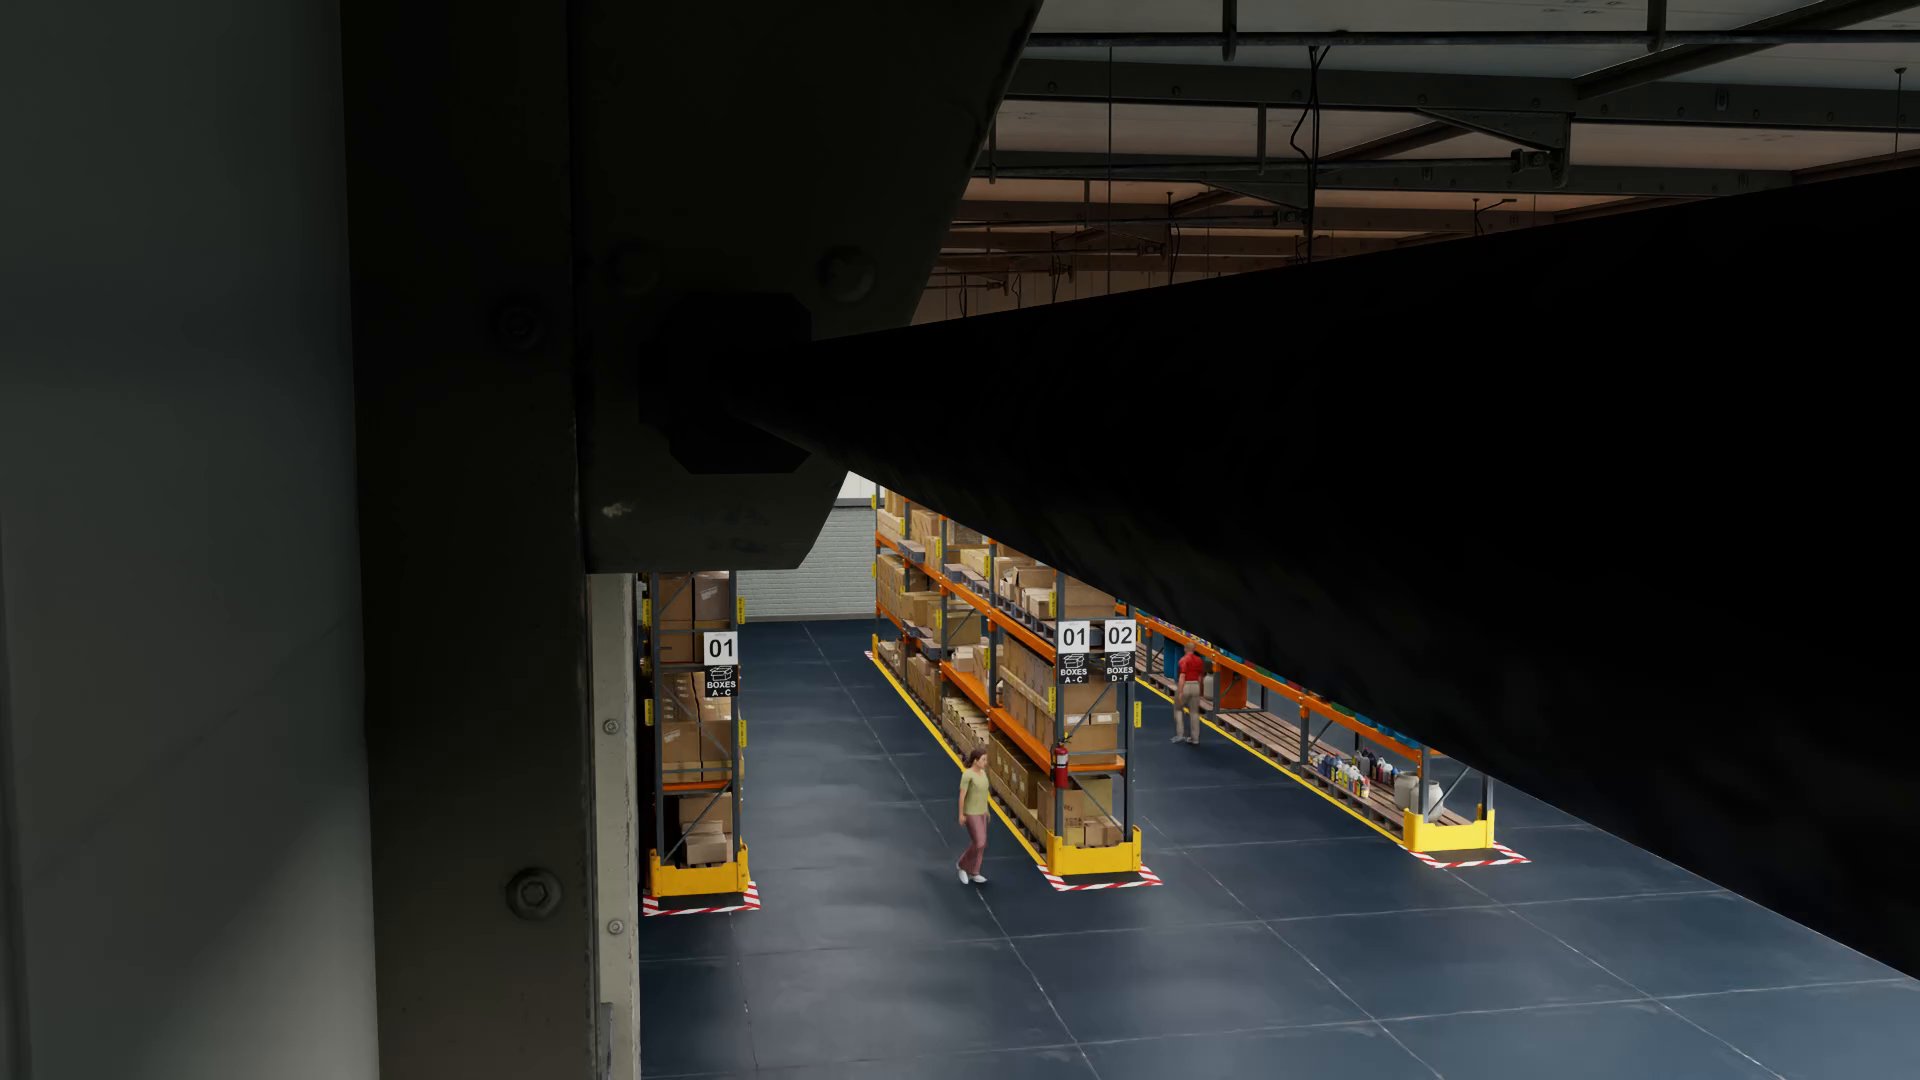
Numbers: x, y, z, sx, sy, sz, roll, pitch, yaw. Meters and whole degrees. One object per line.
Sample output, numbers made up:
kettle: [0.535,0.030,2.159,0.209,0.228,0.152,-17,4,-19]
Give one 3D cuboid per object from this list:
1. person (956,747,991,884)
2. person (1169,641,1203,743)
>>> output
person: [0.201,3.389,20.506,0.436,1.675,0.476,4,7,34]
person: [3.900,2.614,28.216,0.545,1.784,0.599,-2,6,-17]
